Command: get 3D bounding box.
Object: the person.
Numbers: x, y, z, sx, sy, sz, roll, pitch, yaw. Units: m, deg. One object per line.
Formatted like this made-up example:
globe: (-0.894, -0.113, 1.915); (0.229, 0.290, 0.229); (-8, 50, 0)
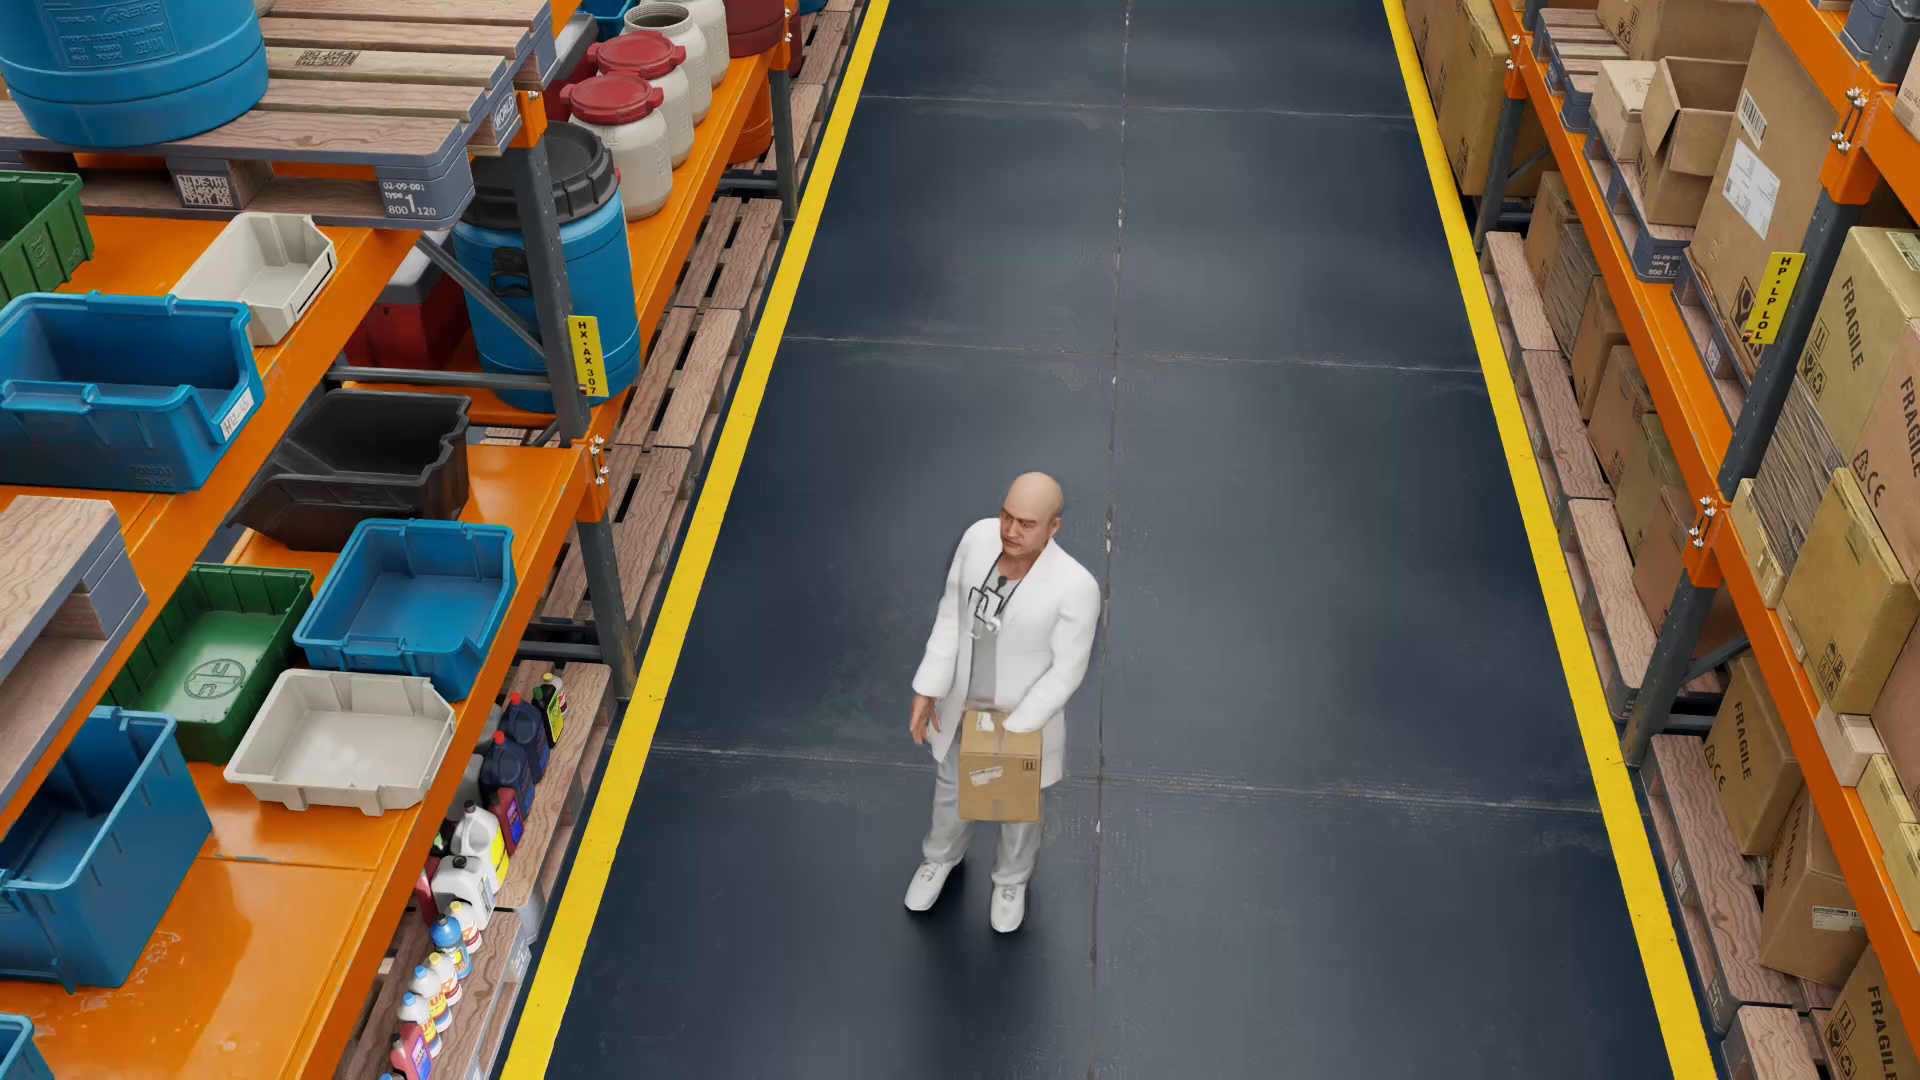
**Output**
person: (0.113, 0.579, 5.457); (0.566, 1.779, 0.540); (26, 46, 28)
